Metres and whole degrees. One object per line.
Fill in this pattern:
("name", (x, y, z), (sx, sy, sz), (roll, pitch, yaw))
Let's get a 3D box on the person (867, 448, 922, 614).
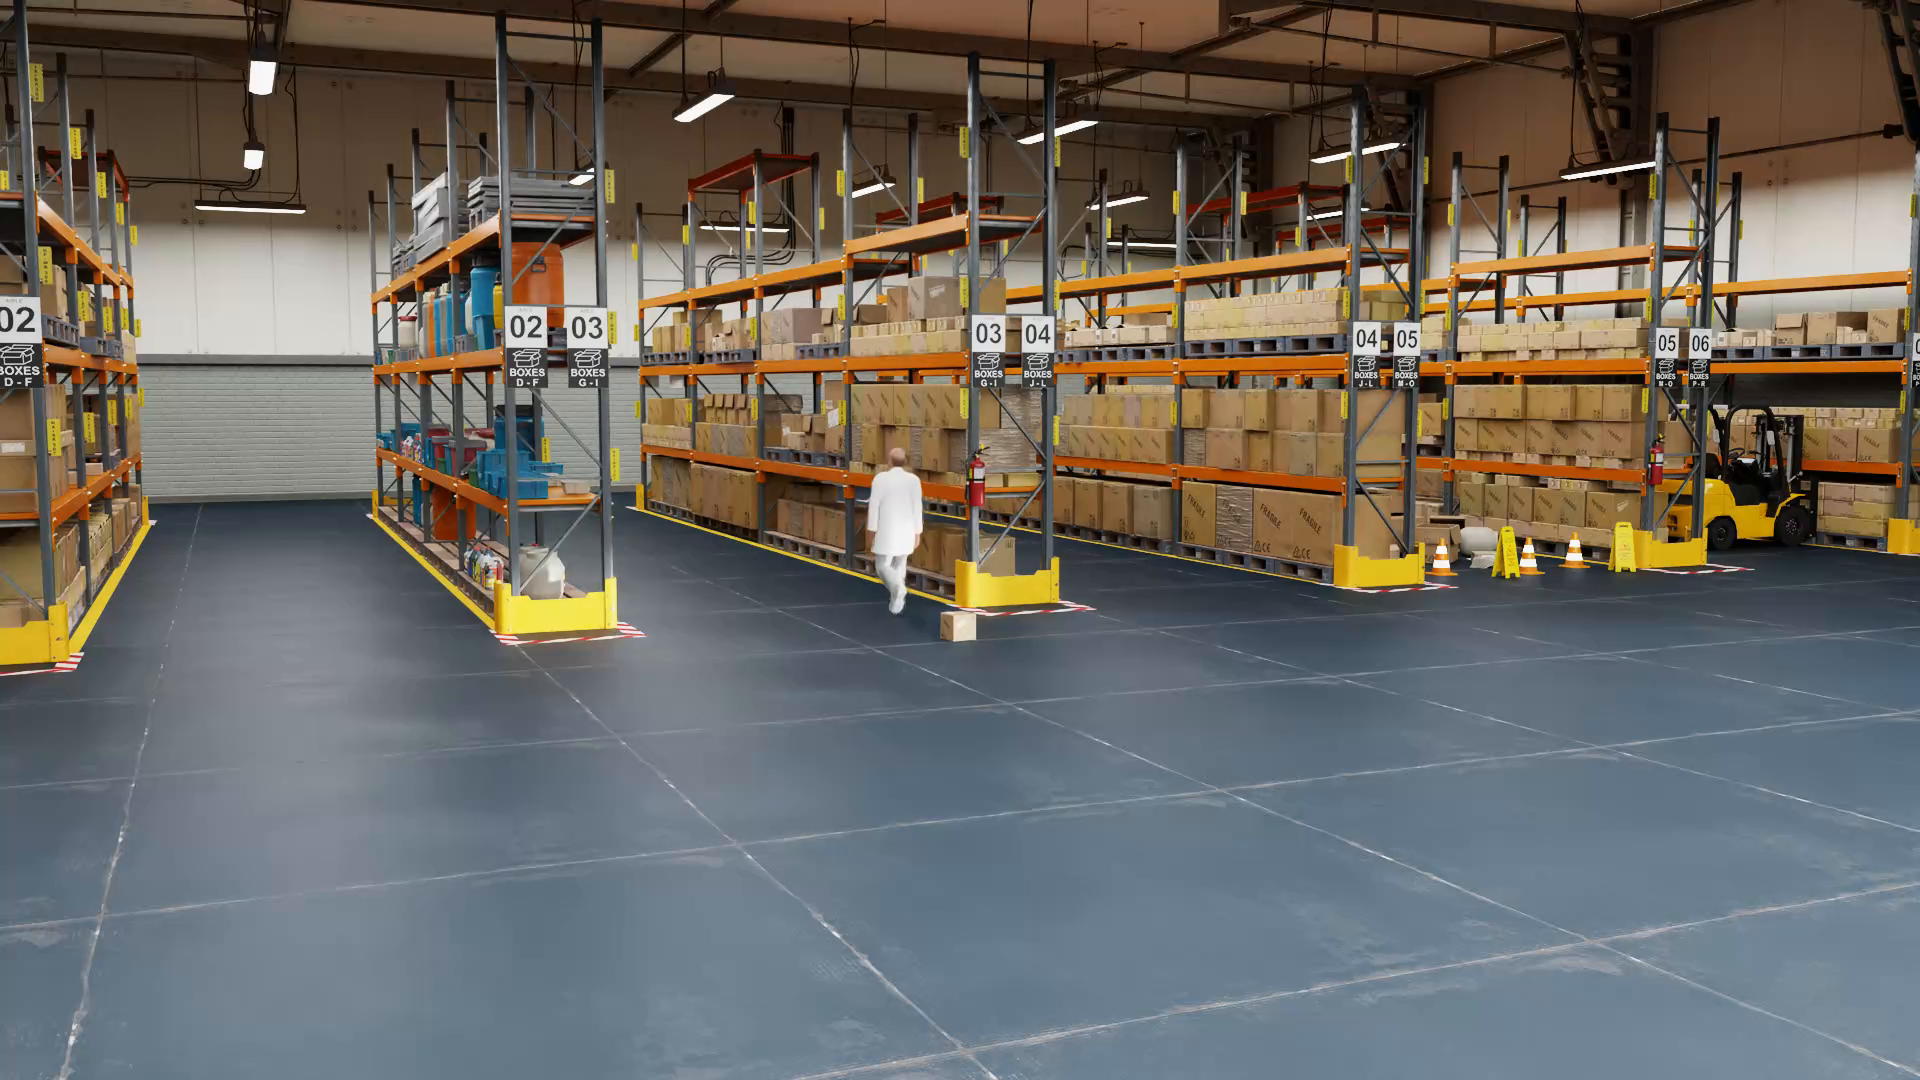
("person", (-0.669, -0.086, 17.415), (0.594, 1.756, 0.812), (-2, 6, -20))
